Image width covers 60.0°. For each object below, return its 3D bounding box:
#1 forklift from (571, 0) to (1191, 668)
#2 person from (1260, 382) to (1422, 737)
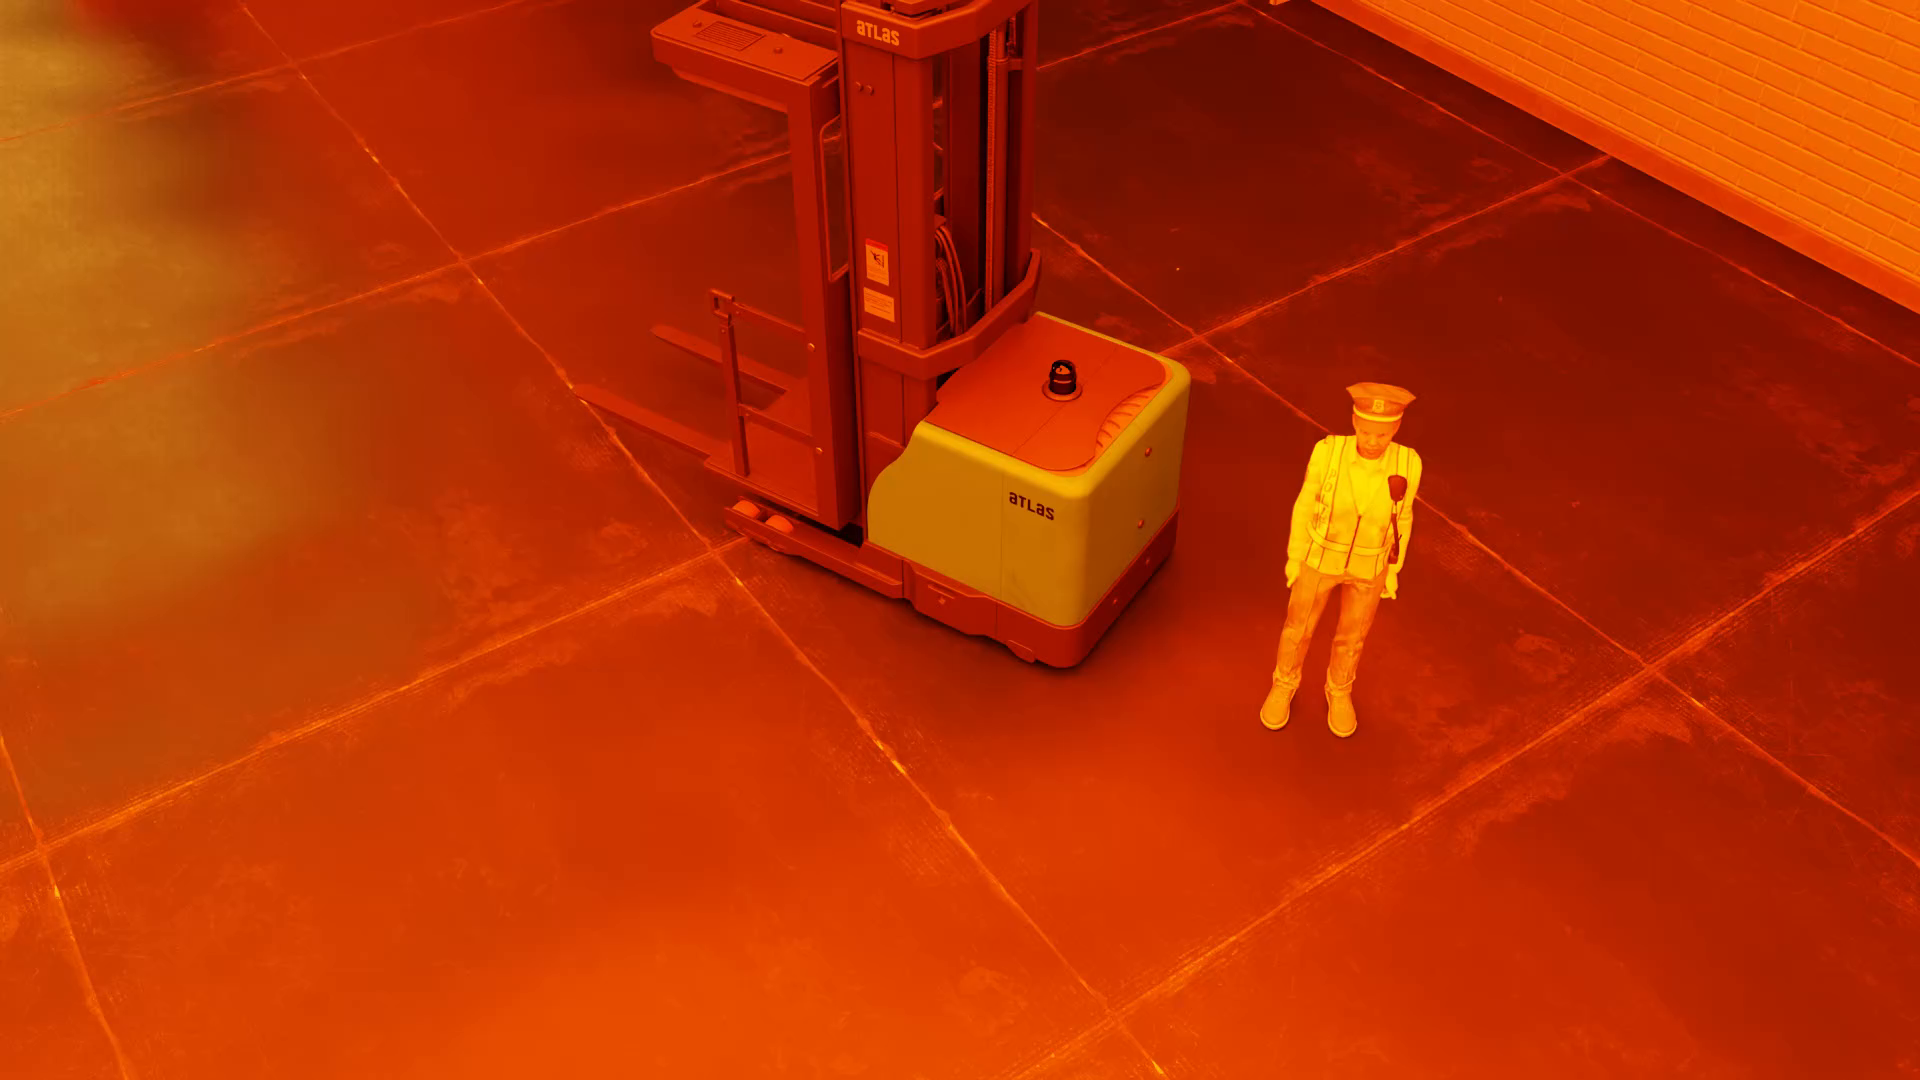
[{"bbox_3d":[-0.511,-1.302,7.129,3.031,2.935,1.130,24,48,24],"label":"forklift"},{"bbox_3d":[1.512,0.085,6.542,0.457,1.693,0.357,6,43,7],"label":"person"}]
